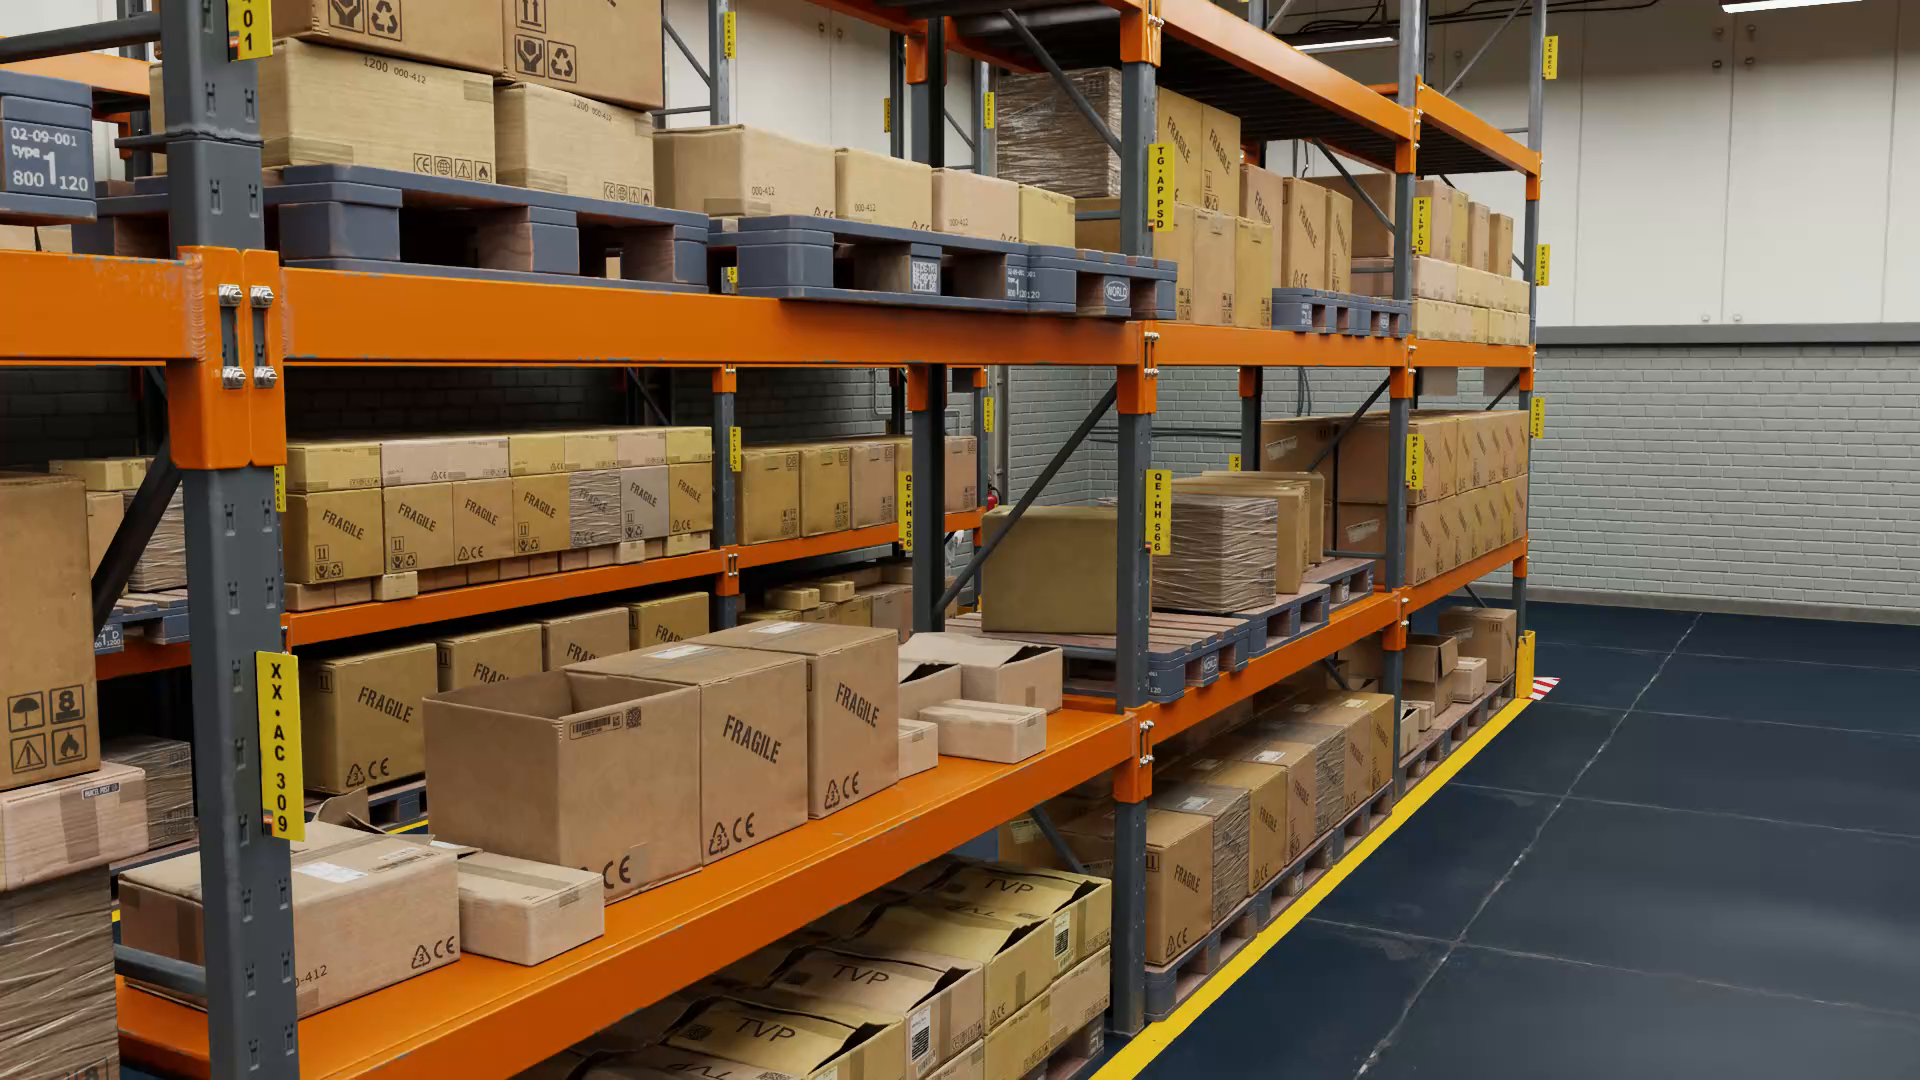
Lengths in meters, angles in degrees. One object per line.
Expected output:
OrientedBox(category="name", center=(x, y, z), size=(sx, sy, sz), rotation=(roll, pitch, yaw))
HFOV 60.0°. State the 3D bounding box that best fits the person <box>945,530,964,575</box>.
OrientedBox(category="person", center=(-0.265, -0.087, 17.718), size=(0.638, 1.790, 0.562), rotation=(3, 7, 29))
